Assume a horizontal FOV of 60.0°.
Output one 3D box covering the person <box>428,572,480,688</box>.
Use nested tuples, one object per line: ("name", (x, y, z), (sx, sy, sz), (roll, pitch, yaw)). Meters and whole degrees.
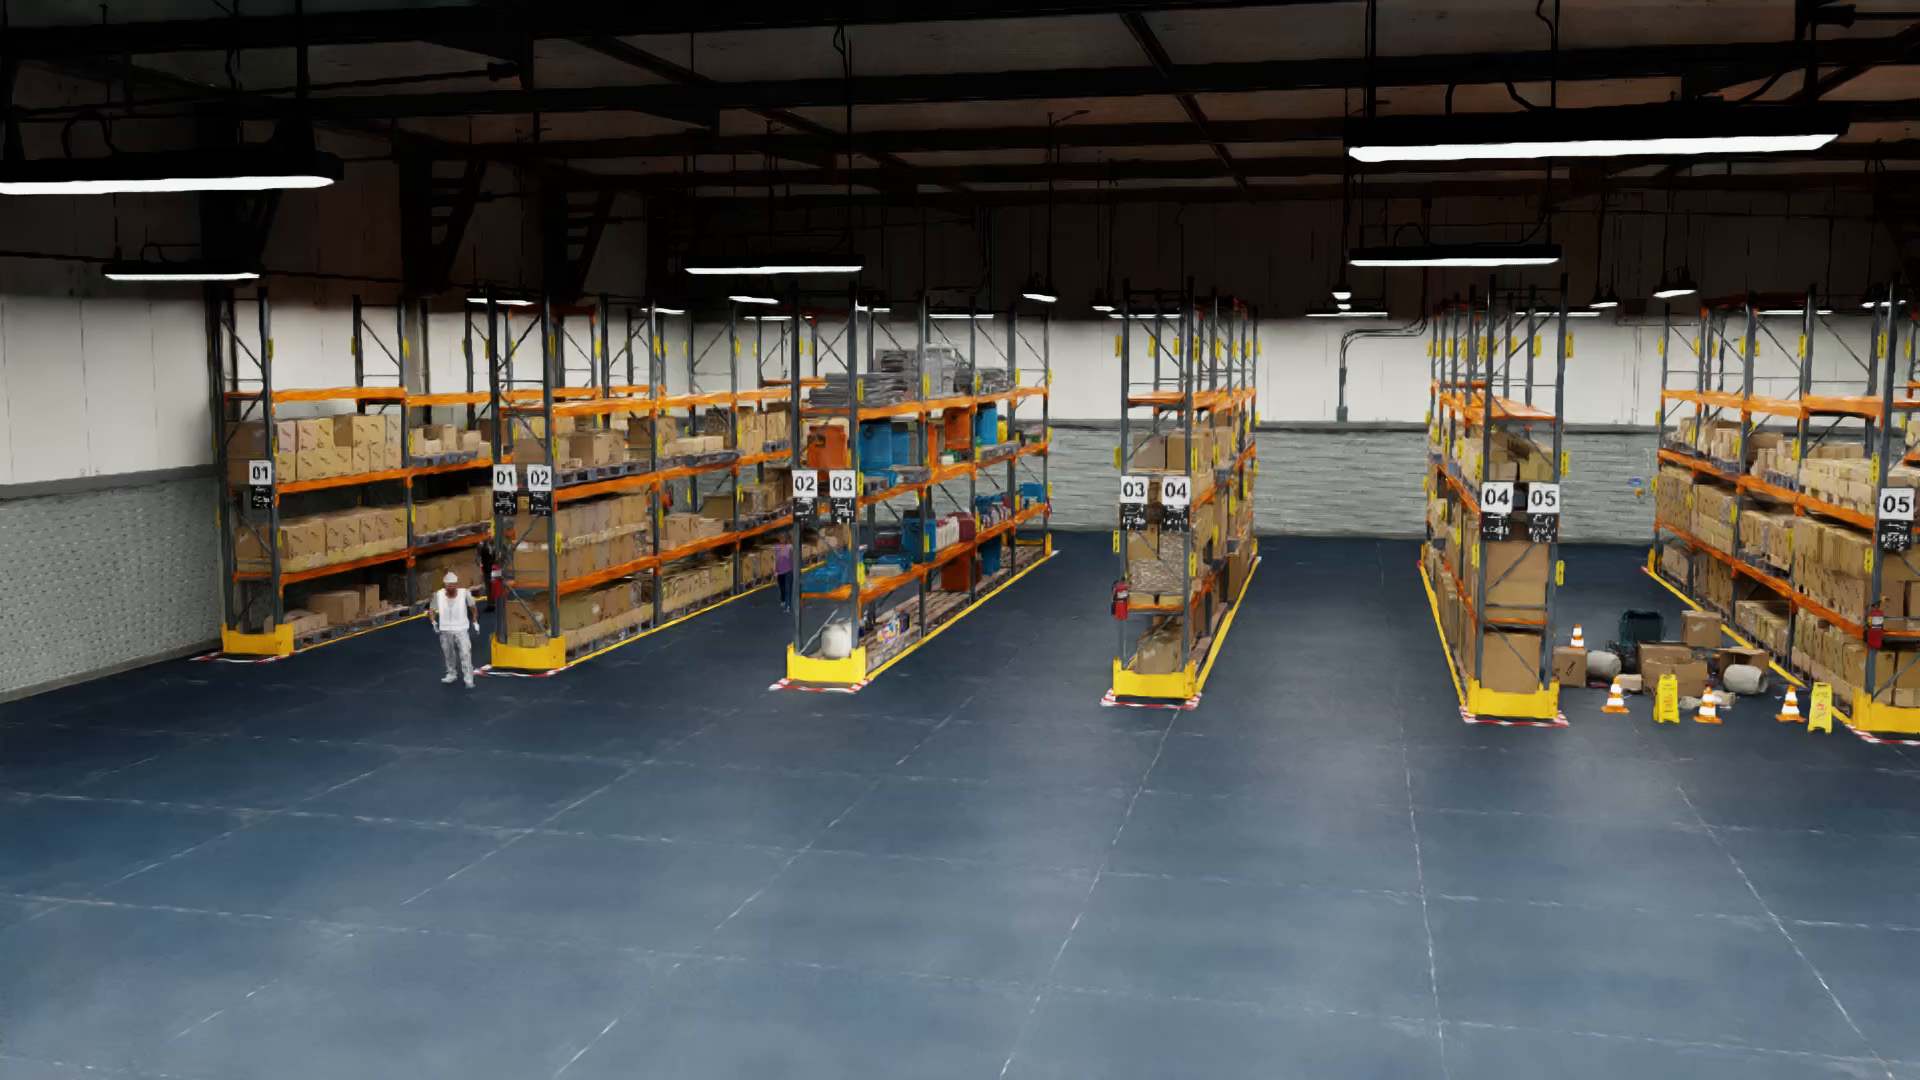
("person", (-7.489, 1.315, 24.659), (0.701, 1.717, 0.849), (0, 7, -3))

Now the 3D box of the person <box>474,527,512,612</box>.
("person", (-8.786, 0.570, 31.405), (0.683, 1.662, 0.837), (0, 7, -3))

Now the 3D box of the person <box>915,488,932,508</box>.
("person", (-0.912, -0.909, 43.946), (0.573, 1.752, 0.607), (-6, 9, -40))

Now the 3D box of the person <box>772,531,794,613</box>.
("person", (-3.361, 0.590, 31.702), (0.412, 1.533, 0.955), (1, 7, 5))
